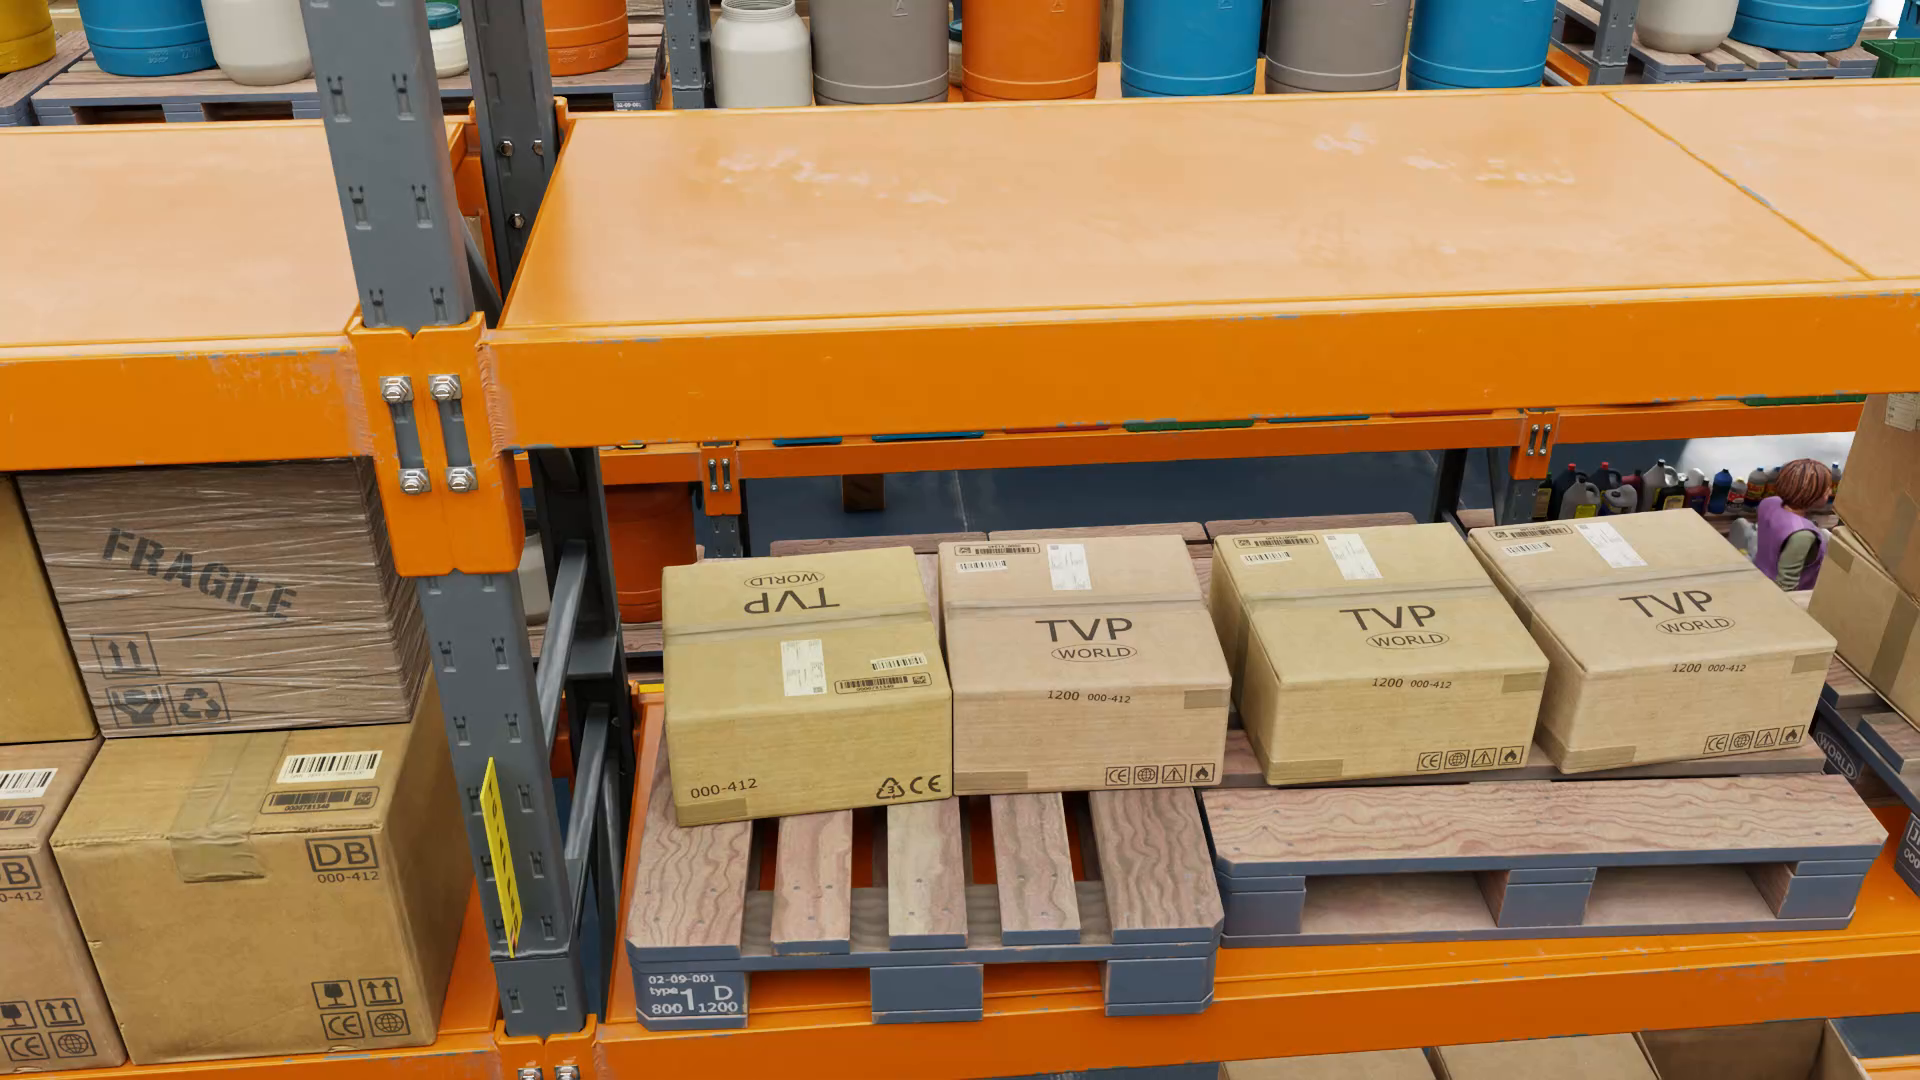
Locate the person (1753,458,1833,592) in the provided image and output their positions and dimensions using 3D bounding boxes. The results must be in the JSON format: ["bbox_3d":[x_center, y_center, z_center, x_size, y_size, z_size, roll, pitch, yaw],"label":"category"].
[{"bbox_3d":[3.680,0.350,7.480,0.399,1.600,0.414,0,31,0],"label":"person"}]
